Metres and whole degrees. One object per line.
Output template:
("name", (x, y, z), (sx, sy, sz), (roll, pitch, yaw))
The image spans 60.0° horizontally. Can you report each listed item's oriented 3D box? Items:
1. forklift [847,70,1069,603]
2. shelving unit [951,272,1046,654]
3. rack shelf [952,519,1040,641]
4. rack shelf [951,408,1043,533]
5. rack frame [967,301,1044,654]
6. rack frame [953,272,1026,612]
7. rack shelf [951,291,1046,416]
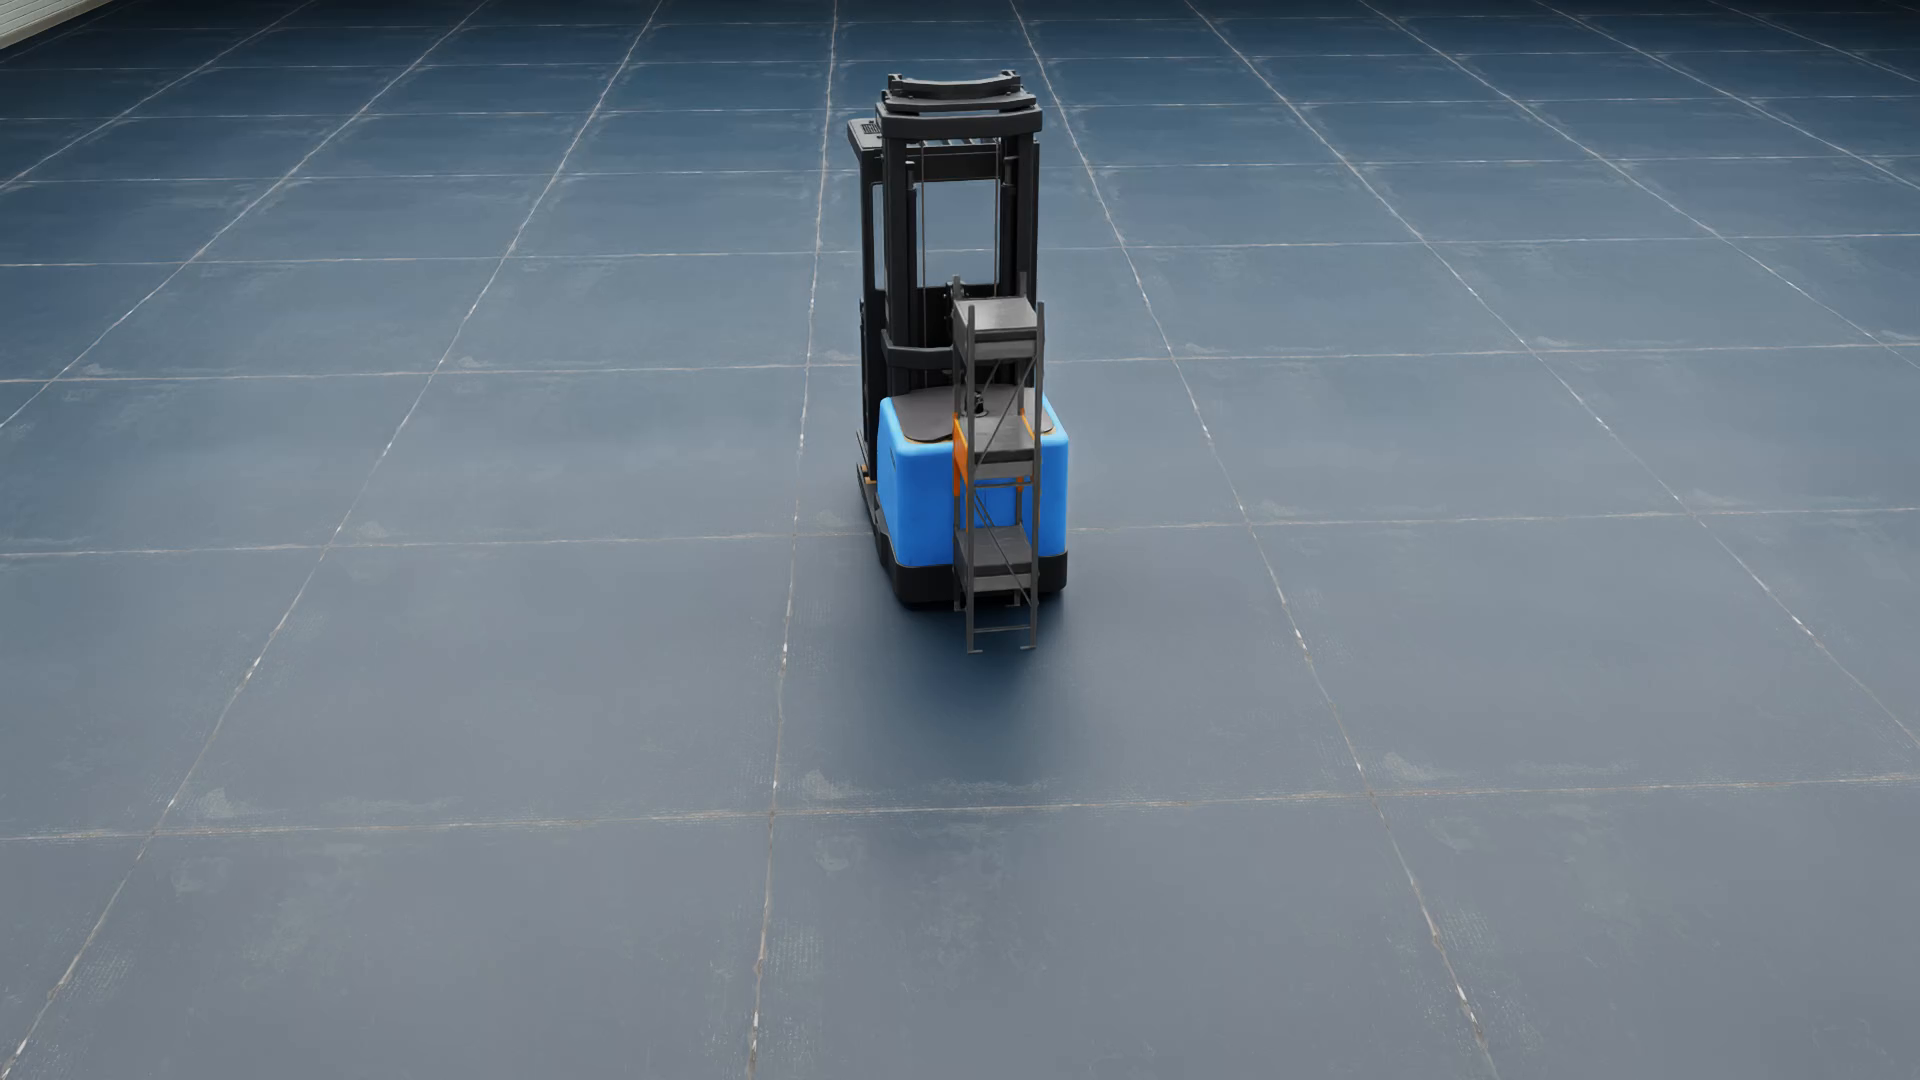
("forklift", (-0.105, -1.583, 10.678), (1.130, 2.935, 3.031), (-5, 28, -9))
("shelving unit", (0.201, -0.406, 9.319), (0.431, 2.100, 0.503), (-4, 28, -8))
("rack shelf", (0.201, 0.227, 9.648), (0.431, 0.518, 0.480), (-4, 28, -8))
("rack shelf", (0.201, -0.394, 9.325), (0.431, 0.518, 0.480), (-4, 28, -8))
("rack frame", (0.239, -0.294, 9.105), (0.400, 2.100, 0.015), (-4, 28, -8))
("rack frame", (0.163, -0.517, 9.533), (0.400, 2.100, 0.015), (-4, 28, -8))
("rack shelf", (0.201, -1.014, 9.002), (0.431, 0.518, 0.480), (-4, 28, -8))
